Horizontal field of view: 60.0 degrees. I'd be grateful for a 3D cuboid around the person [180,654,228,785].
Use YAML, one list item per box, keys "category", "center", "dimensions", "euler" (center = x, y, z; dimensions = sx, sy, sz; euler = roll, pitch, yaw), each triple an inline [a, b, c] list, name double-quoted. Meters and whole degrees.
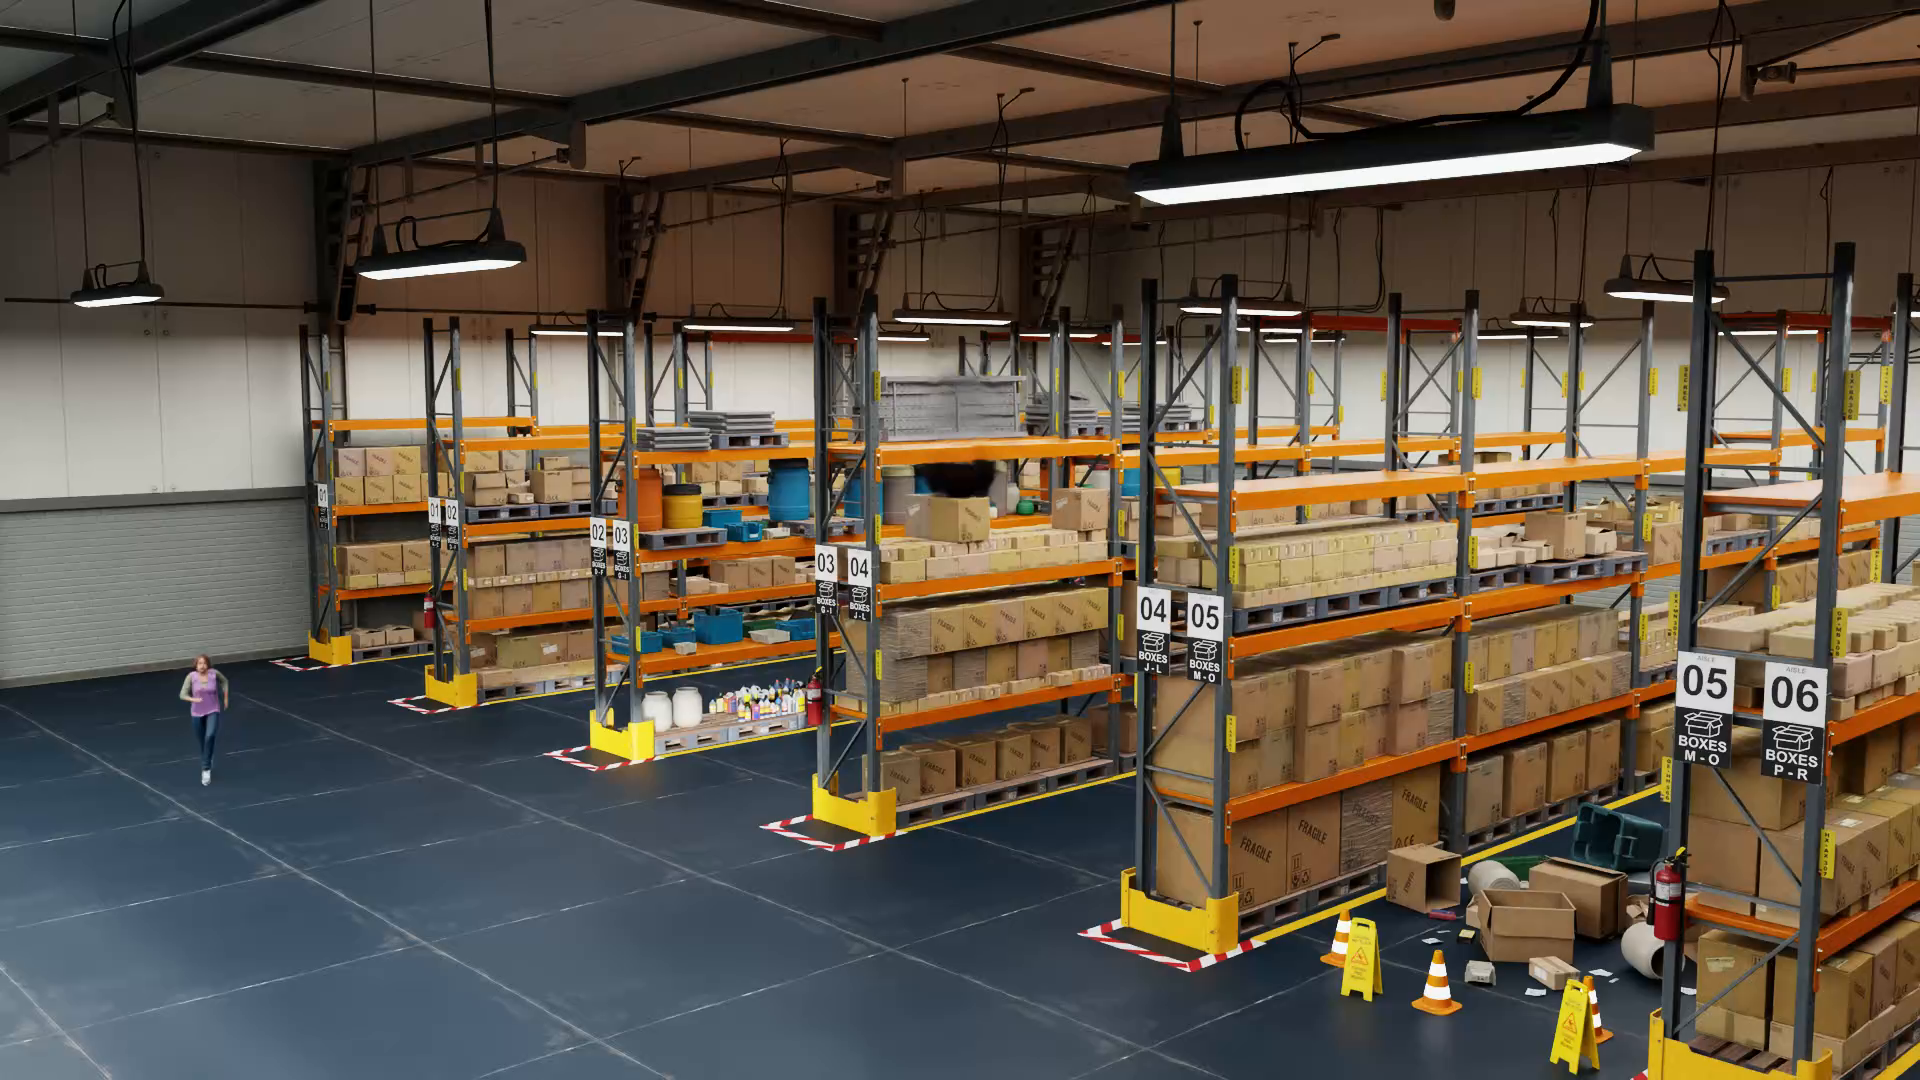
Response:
- category: "person"
  center: [-9.622, 2.236, 21.198]
  dimensions: [0.562, 1.618, 0.884]
  euler: [-3, 6, -23]
